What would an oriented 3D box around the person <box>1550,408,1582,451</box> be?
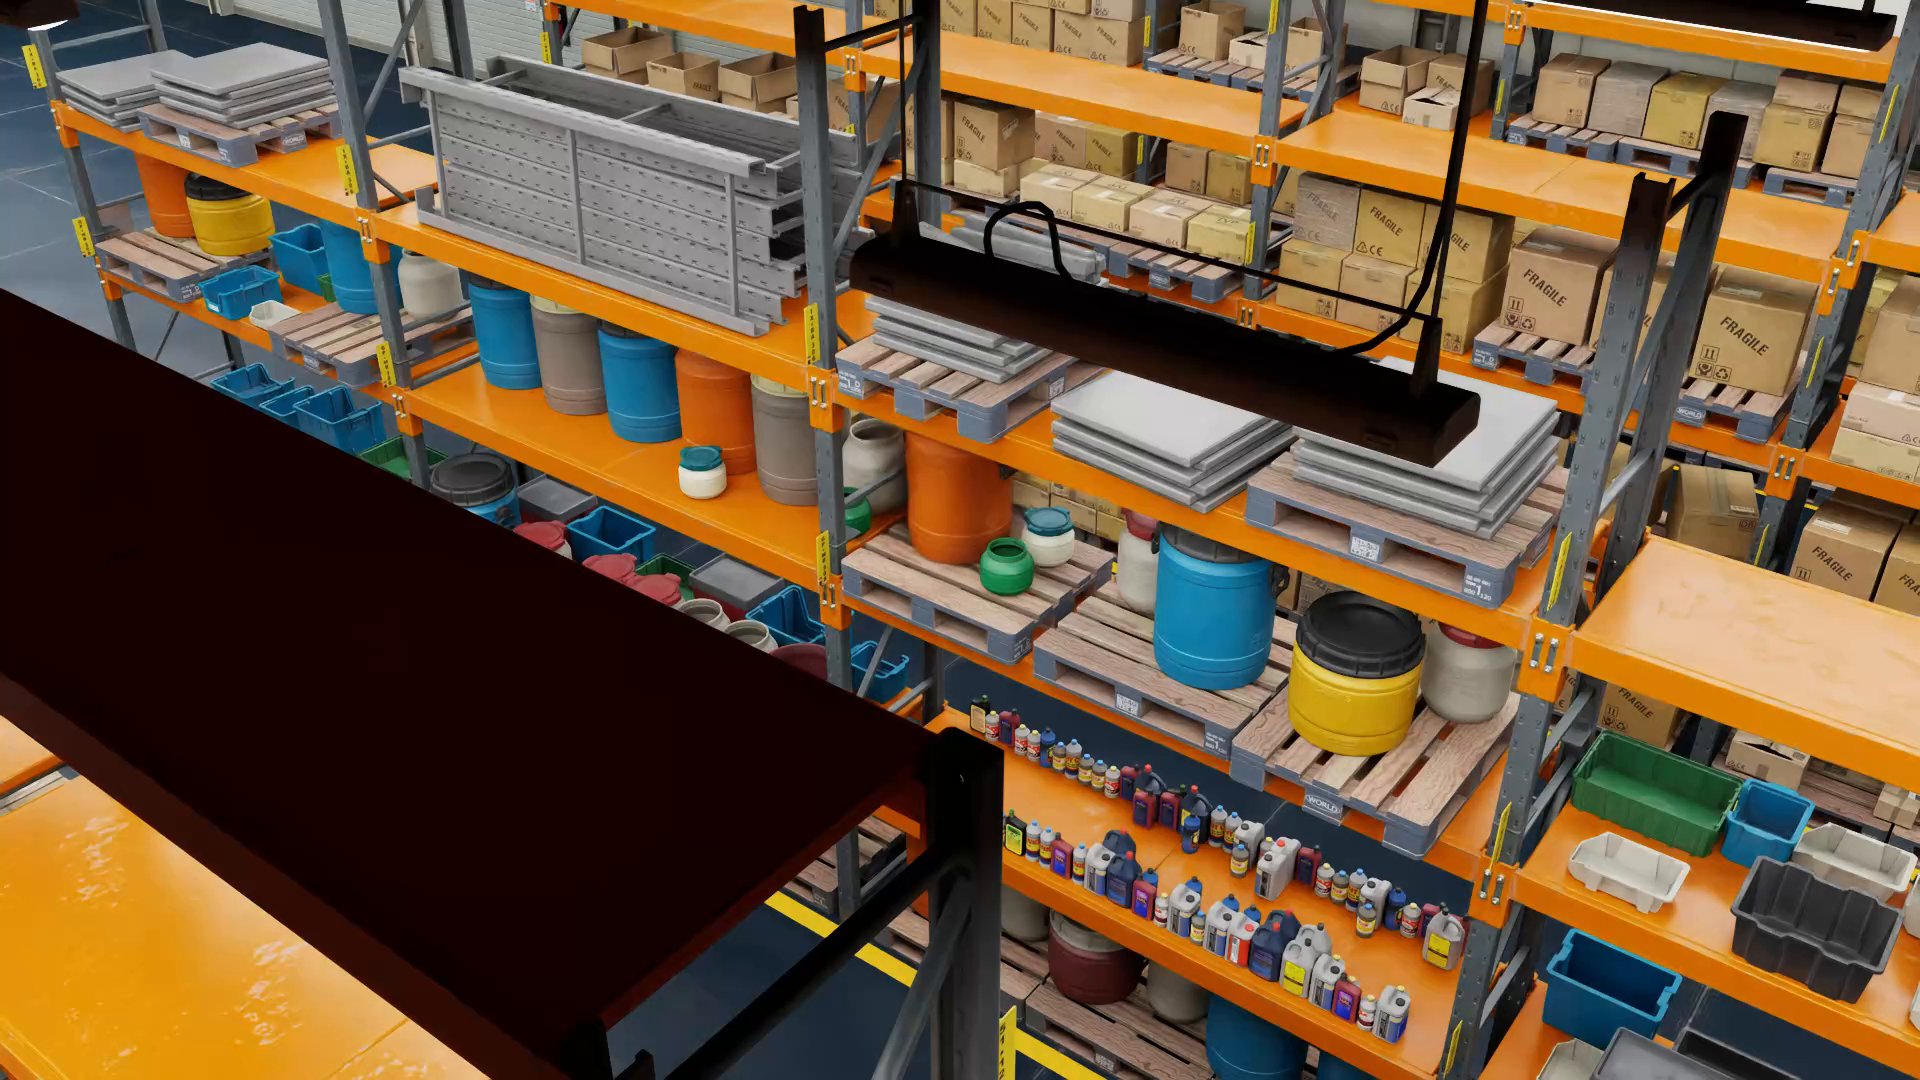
[{"bbox_3d":[5.383,-1.000,15.201,0.615,1.768,0.554,-21,37,-31],"label":"person"}]
